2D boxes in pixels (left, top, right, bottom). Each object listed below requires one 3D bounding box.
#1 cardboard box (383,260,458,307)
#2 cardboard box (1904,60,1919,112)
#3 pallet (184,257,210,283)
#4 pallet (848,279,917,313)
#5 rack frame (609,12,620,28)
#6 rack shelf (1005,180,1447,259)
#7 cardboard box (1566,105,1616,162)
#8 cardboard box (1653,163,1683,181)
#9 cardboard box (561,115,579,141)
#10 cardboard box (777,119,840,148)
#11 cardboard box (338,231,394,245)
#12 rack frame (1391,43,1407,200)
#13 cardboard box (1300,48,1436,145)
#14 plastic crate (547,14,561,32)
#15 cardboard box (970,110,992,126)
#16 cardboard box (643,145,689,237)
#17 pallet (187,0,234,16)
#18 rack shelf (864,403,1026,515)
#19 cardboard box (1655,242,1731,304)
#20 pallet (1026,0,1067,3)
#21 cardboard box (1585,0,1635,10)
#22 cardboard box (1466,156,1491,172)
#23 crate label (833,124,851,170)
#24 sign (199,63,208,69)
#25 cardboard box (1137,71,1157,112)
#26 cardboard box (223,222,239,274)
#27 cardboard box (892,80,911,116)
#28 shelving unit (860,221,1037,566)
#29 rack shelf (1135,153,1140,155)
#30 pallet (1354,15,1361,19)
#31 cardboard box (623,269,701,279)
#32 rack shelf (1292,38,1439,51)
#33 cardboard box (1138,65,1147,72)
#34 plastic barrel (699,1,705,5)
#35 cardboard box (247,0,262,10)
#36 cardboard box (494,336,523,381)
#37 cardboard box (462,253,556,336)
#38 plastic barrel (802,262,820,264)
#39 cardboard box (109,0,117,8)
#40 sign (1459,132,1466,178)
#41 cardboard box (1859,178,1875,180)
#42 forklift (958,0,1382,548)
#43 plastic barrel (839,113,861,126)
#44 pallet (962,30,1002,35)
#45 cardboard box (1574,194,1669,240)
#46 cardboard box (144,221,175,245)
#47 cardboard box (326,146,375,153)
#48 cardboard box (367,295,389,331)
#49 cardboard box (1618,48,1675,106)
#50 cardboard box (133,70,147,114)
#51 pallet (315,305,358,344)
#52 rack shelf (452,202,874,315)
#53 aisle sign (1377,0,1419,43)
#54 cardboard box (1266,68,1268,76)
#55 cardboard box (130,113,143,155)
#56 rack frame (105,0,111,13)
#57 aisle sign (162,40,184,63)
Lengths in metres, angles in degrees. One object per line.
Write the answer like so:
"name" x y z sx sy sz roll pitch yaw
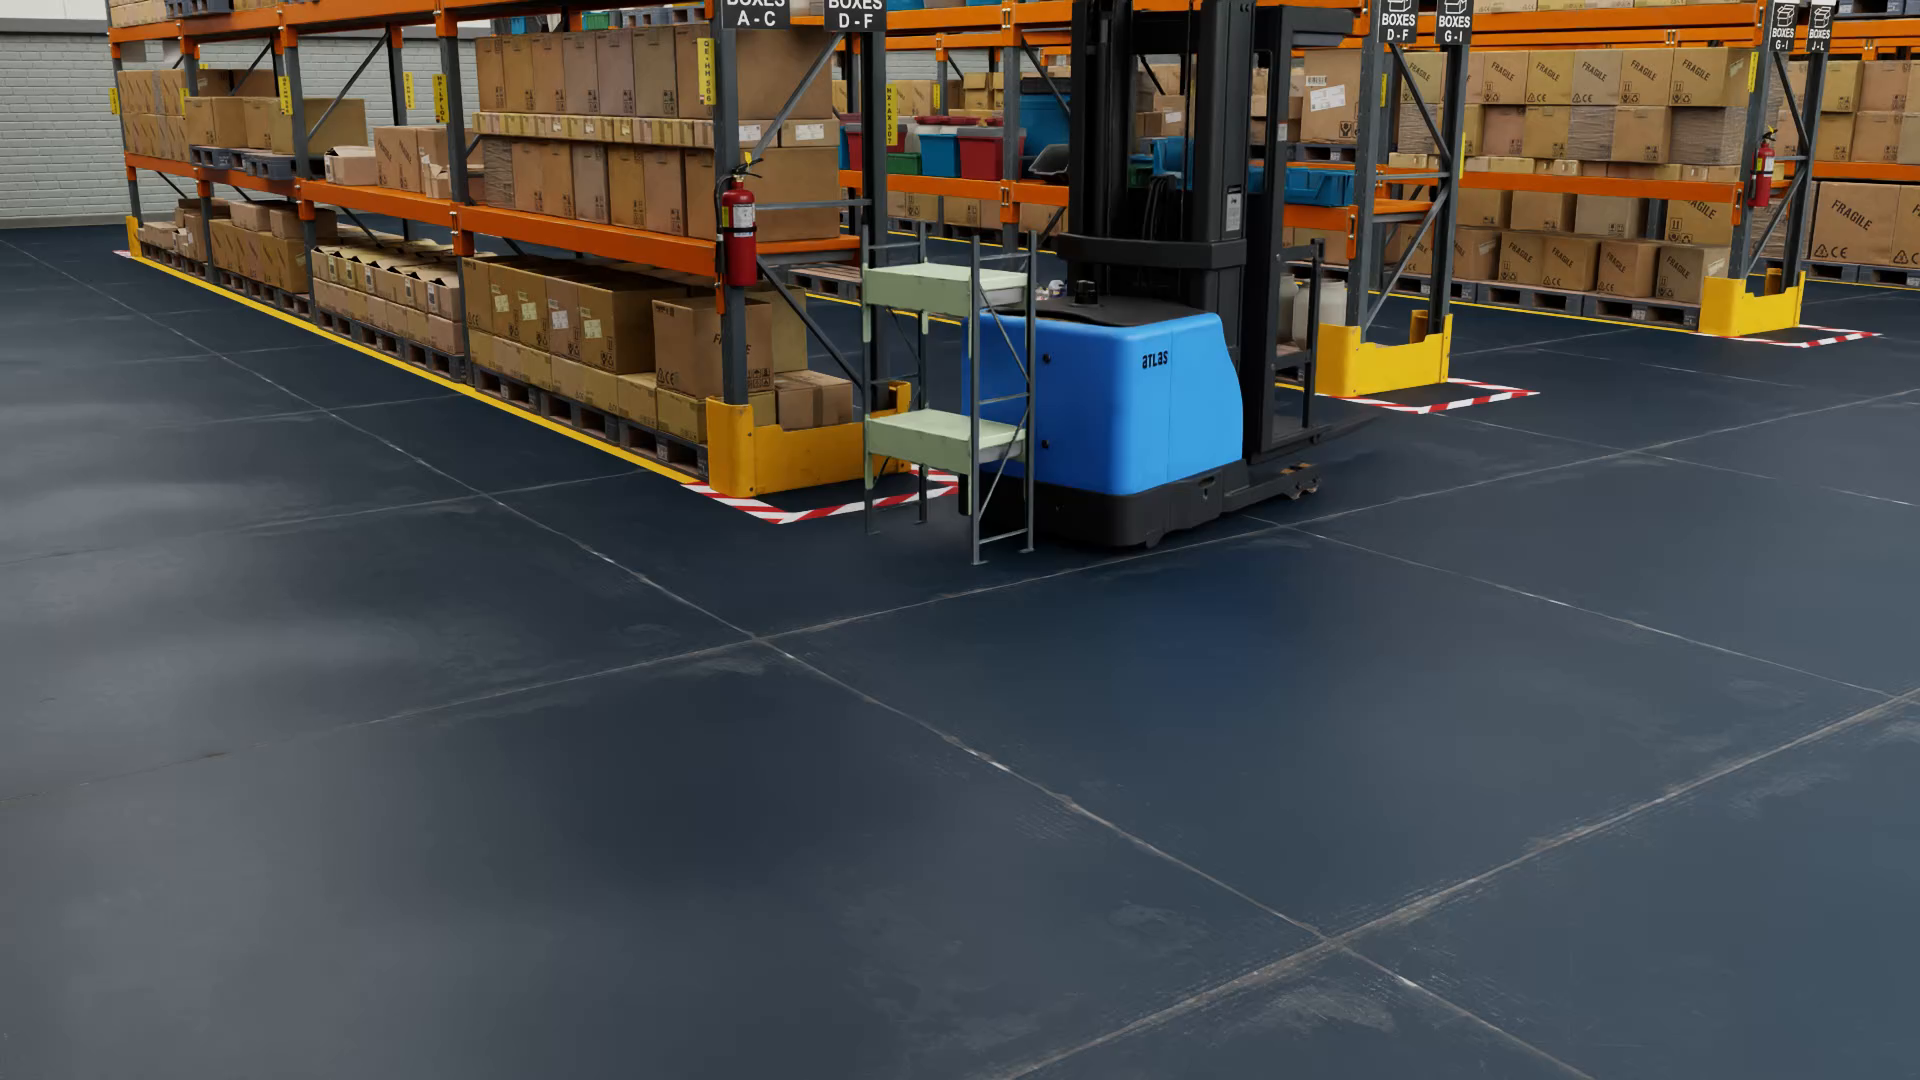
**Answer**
"cardboard box" -4.265 -2.057 13.262 0.500 0.311 0.500 -11 19 -35
"cardboard box" 10.662 -4.864 17.836 0.875 0.550 0.550 -11 19 -35
"pallet" -8.299 -3.162 19.228 1.003 0.211 1.213 -11 19 -35
"pallet" -0.398 -2.497 16.800 1.003 0.211 1.213 -11 19 -35
"rack frame" -3.887 -5.128 21.130 1.000 3.000 0.127 -11 19 -35
"rack shelf" 1.993 -2.646 13.423 1.077 0.370 4.000 -11 19 -35
"cardboard box" 6.224 -3.849 15.705 0.875 0.500 0.500 -11 19 -35
"cardboard box" 6.505 -3.341 15.076 0.380 0.149 0.250 -11 19 -35
"cardboard box" -2.277 -2.595 10.457 0.380 0.149 0.250 -11 19 -35
"cardboard box" -0.897 -2.276 9.291 0.380 0.149 0.250 -11 19 -35
"cardboard box" -5.893 -2.765 16.397 0.500 0.500 0.500 -12 19 -37
"rack frame" 6.543 -5.791 23.552 1.000 3.000 0.127 -11 19 -35
"cardboard box" 4.469 -4.872 18.262 1.000 1.000 1.000 -11 19 -34
"plastic crate" -5.186 -6.851 21.966 0.437 0.282 0.530 -11 19 -35
"cardboard box" 0.484 -5.701 23.033 0.500 0.500 0.500 -11 19 -34
"cardboard box" -1.417 -2.059 9.727 0.700 0.500 0.500 -10 18 -33
"pallet" -6.957 -5.345 16.596 1.213 0.211 1.003 -11 19 -35
"rack shelf" -0.060 -0.395 7.914 0.431 0.370 0.720 -15 21 -43
"cardboard box" 6.821 -2.467 15.348 0.500 0.500 0.500 -7 17 -24
"pallet" 1.320 -4.636 14.010 1.213 0.211 1.003 -11 19 -35
"cardboard box" 6.096 -4.989 15.225 0.500 0.250 0.500 -10 18 -33
"cardboard box" 5.280 -3.758 16.602 0.380 0.149 0.250 -11 19 -35
"crate label" -1.170 -4.037 17.076 0.502 0.435 0.616 -11 19 -35
"sign" -9.787 -6.007 21.549 0.100 0.325 0.005 -11 19 -35
"cardboard box" 2.054 -5.733 21.252 0.797 0.503 0.637 -10 18 -33
"cardboard box" -7.486 -3.113 17.670 0.500 0.500 0.500 -11 19 -34
"cardboard box" -0.659 -6.494 24.420 0.500 0.500 0.500 -11 19 -34
"shelving unit" -0.060 -0.710 7.828 0.431 1.500 0.755 -15 21 -43
"rack shelf" 1.295 -5.123 22.473 1.077 0.370 4.000 -11 19 -35
"pallet" 4.546 -5.693 17.868 1.213 0.211 1.003 -11 19 -35
"cardboard box" -1.856 -1.505 10.886 0.500 0.500 0.500 -11 19 -35
"rack shelf" 5.367 -7.318 24.811 1.077 0.370 4.000 -11 19 -35
"cardboard box" 3.098 -7.598 27.509 0.500 0.500 0.500 -10 18 -33
"plastic barrel" -2.760 -6.678 19.367 0.600 0.901 0.708 -11 19 -35
"cardboard box" -6.128 -5.198 15.513 0.910 0.500 0.500 -11 19 -35
"cardboard box" -2.875 -1.274 11.463 0.500 0.250 0.500 -11 19 -35
"cardboard box" -3.173 -1.742 11.751 0.500 0.500 0.500 -11 19 -35
"plastic barrel" -1.837 -3.531 18.612 0.600 0.830 0.708 -11 19 -35
"cardboard box" -10.156 -6.679 20.454 0.500 0.250 0.500 -11 19 -35
"sign" 3.616 -2.783 12.040 0.100 0.325 0.005 -11 19 -35
"cardboard box" 15.642 -5.992 27.989 0.875 0.625 0.625 -12 19 -37
"forklift" 1.315 -1.700 8.735 1.130 2.935 3.031 12 20 38
"plastic barrel" -1.017 -4.287 17.801 0.600 0.536 0.708 -11 19 -35
"pallet" 0.698 -7.063 22.881 0.805 0.209 1.217 -12 19 -37
"cardboard box" 8.457 -4.173 21.106 1.050 0.750 0.750 -11 19 -35
"cardboard box" -9.864 -3.833 20.774 0.500 0.250 0.500 -11 19 -35
"cardboard box" -5.366 -3.378 14.906 0.500 0.311 0.500 -10 18 -31
"cardboard box" -4.566 -1.898 13.741 0.500 0.250 0.500 -10 18 -33
"cardboard box" 6.353 -4.193 15.068 0.500 0.500 0.500 -11 19 -35
"cardboard box" -9.597 -5.391 20.007 0.500 0.500 0.500 -11 19 -34
"pallet" -5.092 -1.979 14.907 1.003 0.211 1.213 -11 19 -35
"rack shelf" -2.016 -1.878 10.617 1.077 0.370 4.000 -11 19 -35
"aisle sign" 2.971 -3.758 11.200 0.394 0.787 0.004 -11 19 -35
"cardboard box" 6.040 -8.895 31.583 0.380 0.149 0.250 -10 18 -33
"cardboard box" -9.893 -5.017 20.536 0.500 0.500 0.500 -11 19 -35
"rack frame" -10.248 -8.108 20.652 1.000 3.000 0.127 -11 19 -35
"aisle sign" -10.040 -6.530 21.328 0.394 0.787 0.004 -11 19 -35
